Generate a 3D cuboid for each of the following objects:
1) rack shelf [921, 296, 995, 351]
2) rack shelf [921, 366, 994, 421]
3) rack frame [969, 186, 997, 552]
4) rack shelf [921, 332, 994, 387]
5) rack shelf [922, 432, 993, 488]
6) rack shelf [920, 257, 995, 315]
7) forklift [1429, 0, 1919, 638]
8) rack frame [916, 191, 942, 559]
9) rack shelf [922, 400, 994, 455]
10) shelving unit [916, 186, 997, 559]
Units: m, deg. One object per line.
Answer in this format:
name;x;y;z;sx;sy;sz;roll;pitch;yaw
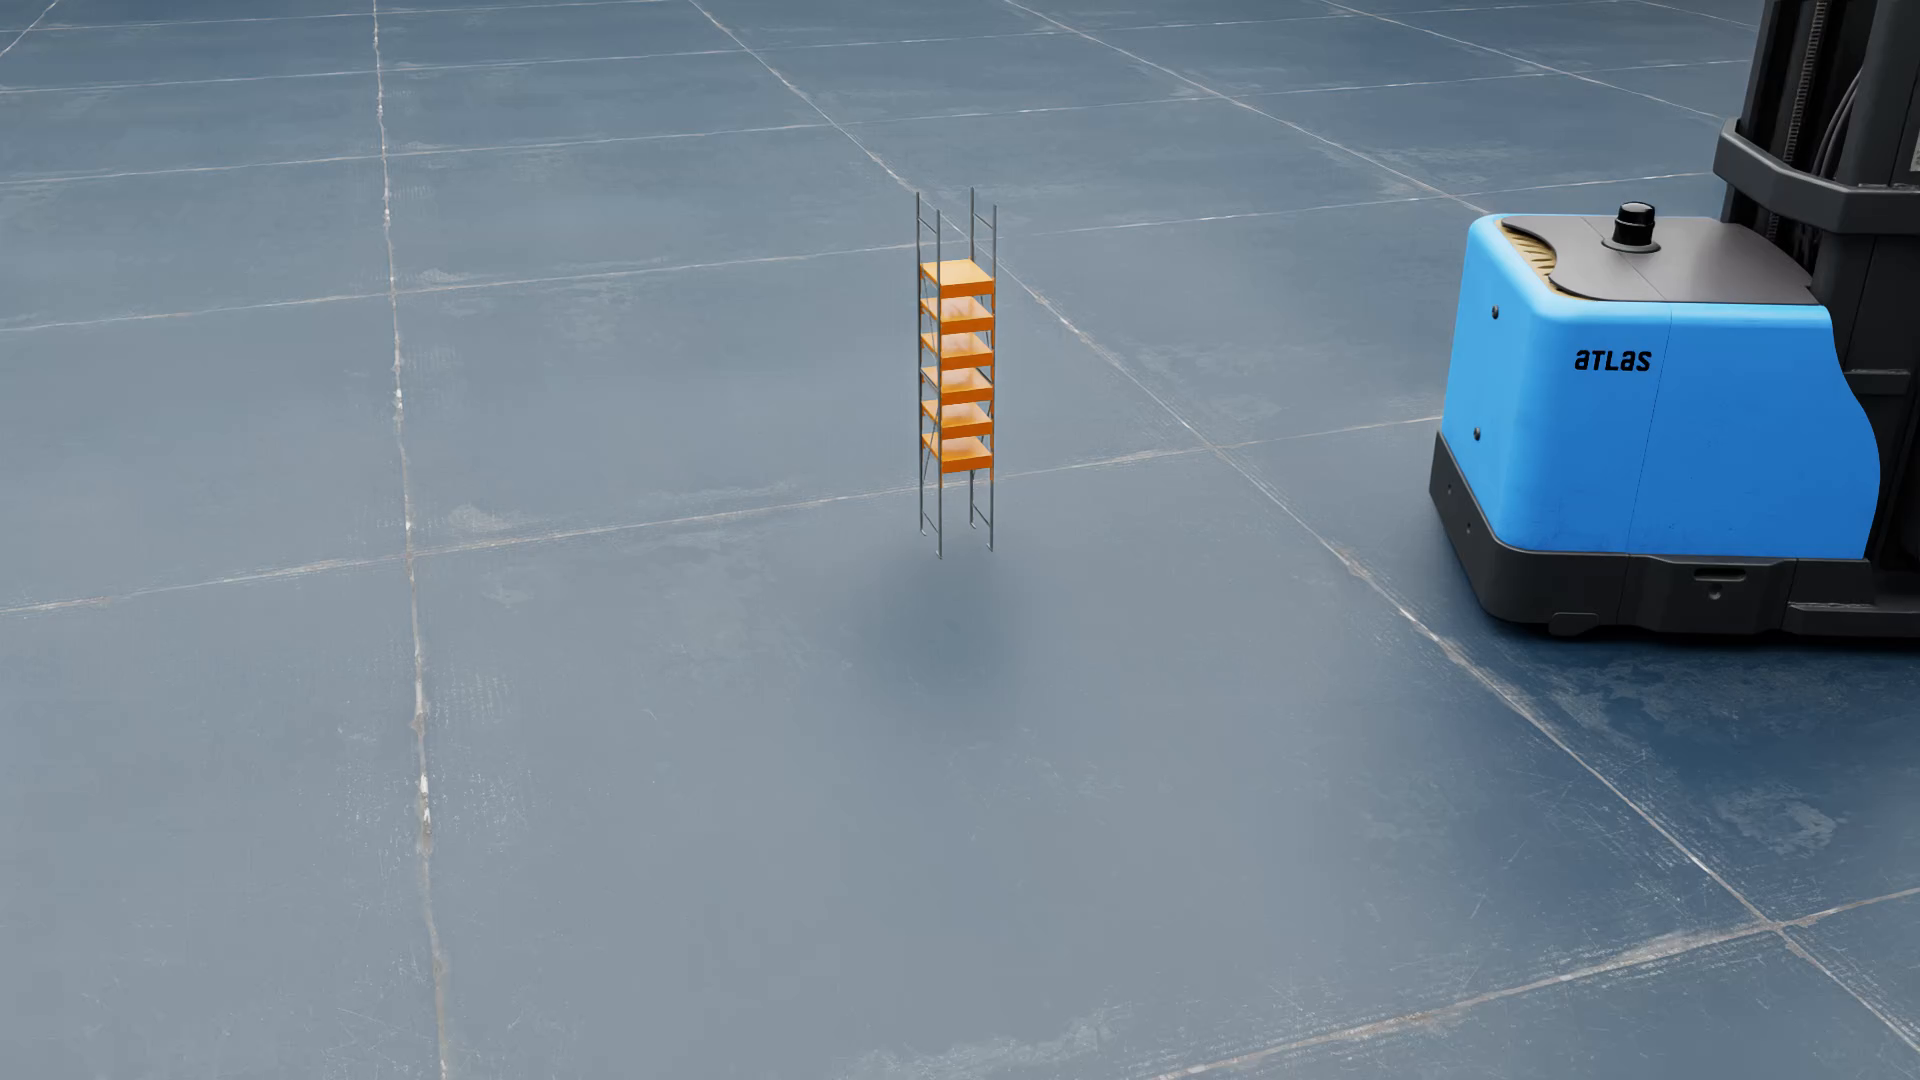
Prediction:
rack shelf;-0.014;-0.711;5.392;0.180;0.103;0.258;-8;28;-16
rack shelf;-0.014;-0.496;5.499;0.180;0.103;0.258;-8;28;-16
rack frame;0.073;-0.548;5.505;0.006;1.200;0.240;-8;28;-16
rack shelf;-0.014;-0.603;5.446;0.180;0.103;0.258;-8;28;-16
rack shelf;-0.014;-0.281;5.606;0.180;0.103;0.258;-8;28;-16
rack shelf;-0.014;-0.818;5.339;0.180;0.103;0.258;-8;28;-16
forklift;3.160;-1.192;4.855;3.031;2.935;1.130;1;26;3
rack frame;-0.101;-0.523;5.454;0.006;1.200;0.240;-8;28;-16
rack shelf;-0.014;-0.388;5.552;0.180;0.103;0.258;-8;28;-16
shelving unit;-0.014;-0.535;5.479;0.189;1.200;0.258;-8;28;-16
